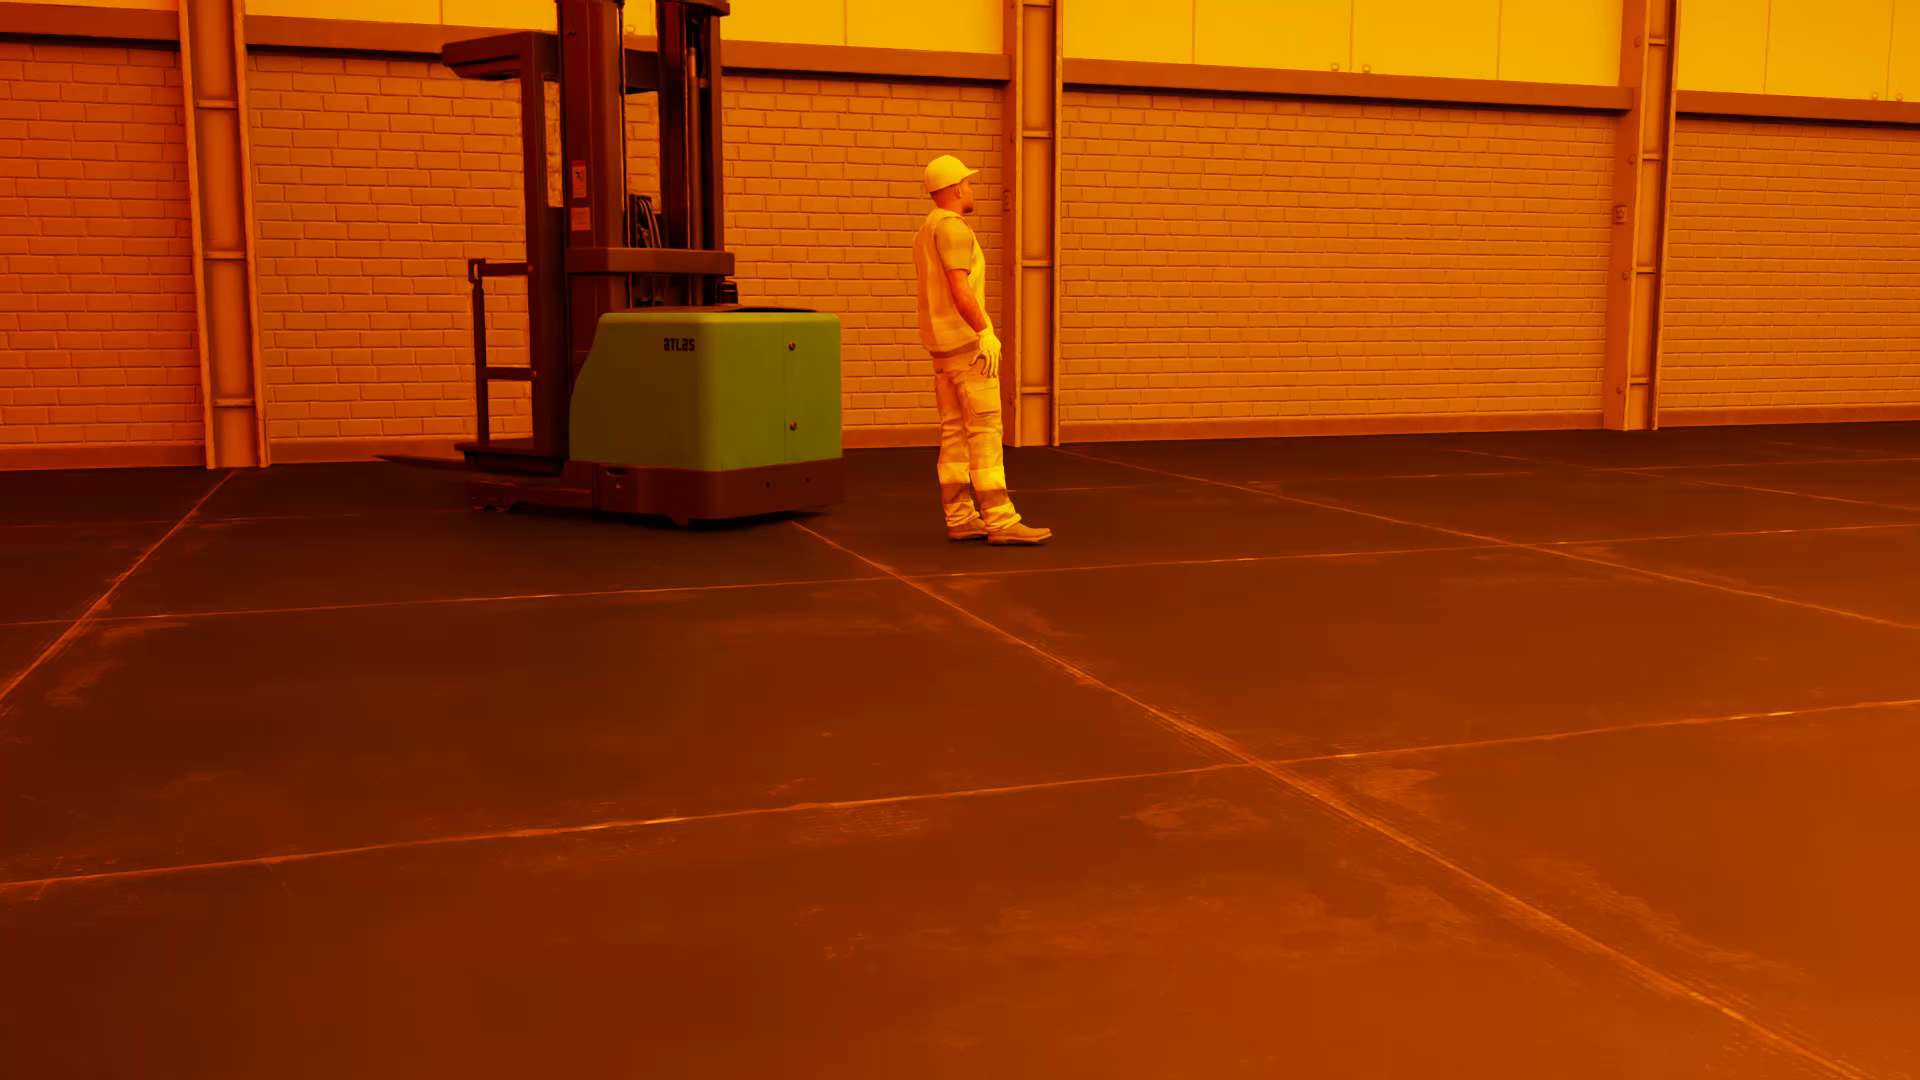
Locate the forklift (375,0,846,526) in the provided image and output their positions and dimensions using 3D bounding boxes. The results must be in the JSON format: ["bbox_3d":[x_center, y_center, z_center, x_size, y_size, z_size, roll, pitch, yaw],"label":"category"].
[{"bbox_3d":[-2.099,-1.652,9.193,3.031,2.935,1.130,6,10,36],"label":"forklift"}]

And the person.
[{"bbox_3d":[0.080,-0.896,7.816,0.563,1.788,0.638,-3,8,-18],"label":"person"}]
